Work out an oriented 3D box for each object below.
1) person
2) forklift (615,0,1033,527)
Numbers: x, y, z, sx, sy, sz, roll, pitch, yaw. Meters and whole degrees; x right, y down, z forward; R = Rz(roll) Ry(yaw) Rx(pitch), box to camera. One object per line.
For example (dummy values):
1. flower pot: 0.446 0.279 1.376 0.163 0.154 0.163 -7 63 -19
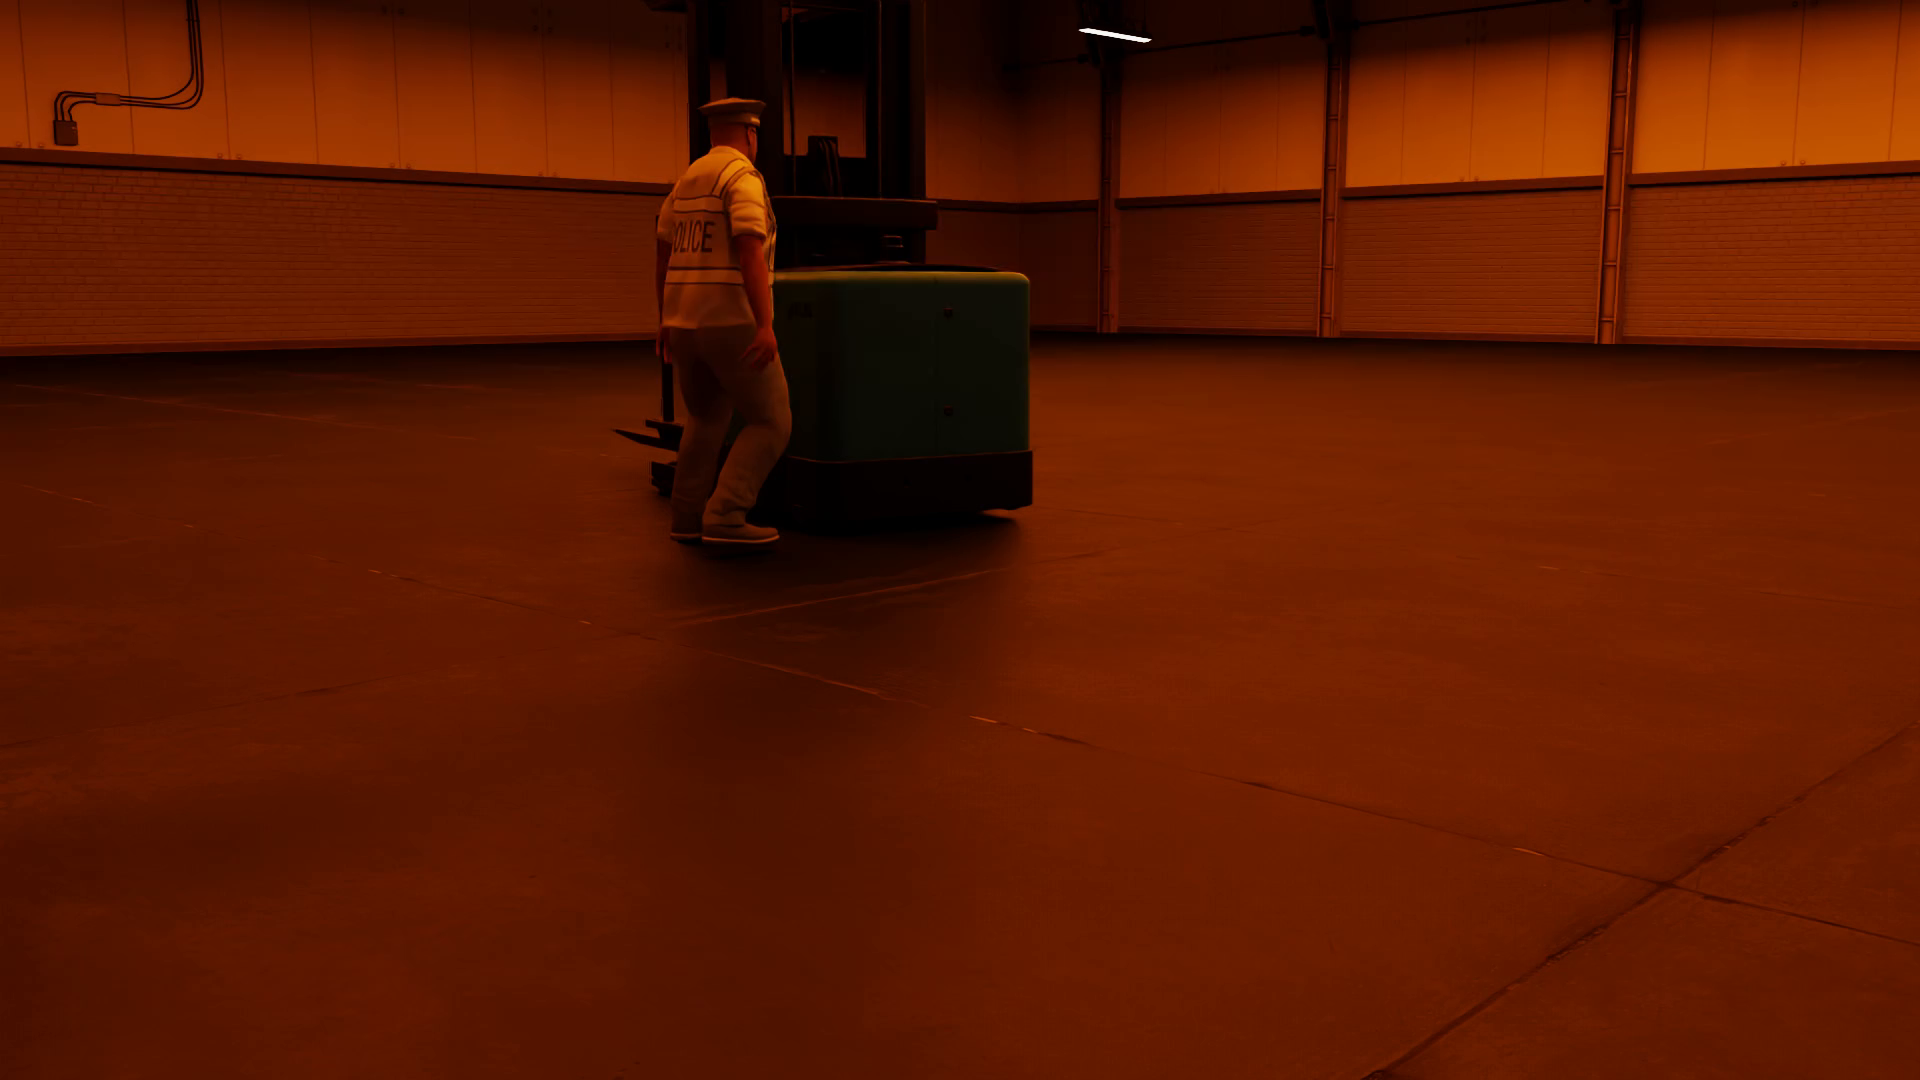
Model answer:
1. person: -0.921 -0.814 6.356 0.423 1.717 0.861 -8 12 -42
2. forklift: -0.874 -1.682 8.047 1.130 2.935 3.031 -5 10 -31
